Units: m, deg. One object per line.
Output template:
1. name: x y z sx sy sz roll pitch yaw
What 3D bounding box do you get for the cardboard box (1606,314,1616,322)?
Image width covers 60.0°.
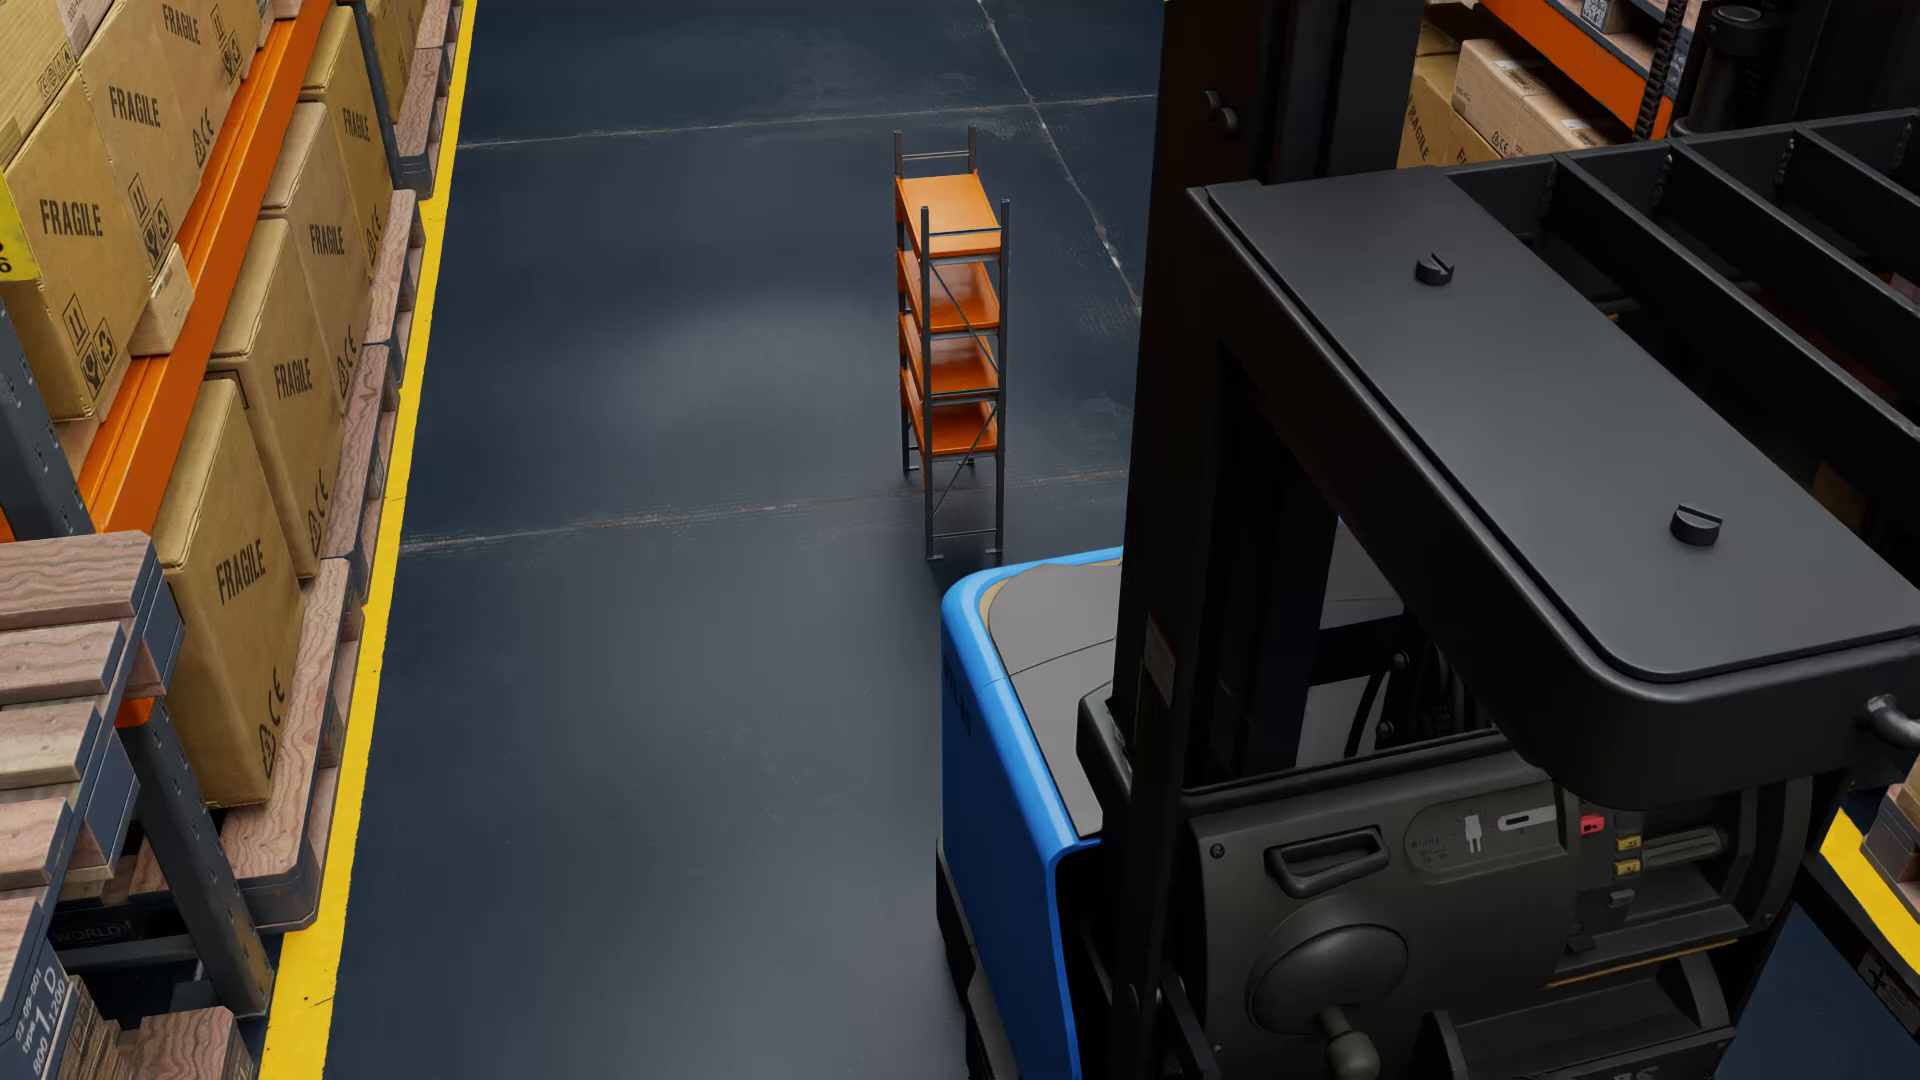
1. cardboard box: 2.292 -0.640 5.308 0.500 0.500 0.500 -8 38 -10

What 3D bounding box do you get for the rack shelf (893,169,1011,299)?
1. rack shelf: -0.029 -0.884 4.769 0.258 0.148 0.480 -6 38 -8

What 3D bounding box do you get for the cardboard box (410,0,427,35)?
1. cardboard box: -3.003 -2.738 8.024 0.700 0.500 0.500 -5 38 -7

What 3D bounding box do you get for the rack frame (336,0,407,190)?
1. rack frame: -2.800 -2.482 6.000 1.000 3.000 0.127 -6 38 -8

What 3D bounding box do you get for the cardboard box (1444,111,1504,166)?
1. cardboard box: 2.106 -1.262 6.109 0.500 0.500 0.500 -6 38 -7

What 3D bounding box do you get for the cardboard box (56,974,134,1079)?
1. cardboard box: -1.921 1.176 2.970 0.700 0.500 0.500 -6 38 -7

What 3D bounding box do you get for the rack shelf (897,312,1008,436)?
1. rack shelf: -0.029 -0.521 5.052 0.258 0.148 0.480 -6 38 -8

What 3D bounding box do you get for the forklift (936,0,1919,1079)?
1. forklift: 0.824 0.557 2.144 1.130 2.935 3.031 -9 39 -12

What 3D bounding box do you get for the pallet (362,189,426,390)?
1. pallet: -2.591 -0.923 6.266 1.003 0.211 1.213 -6 38 -8

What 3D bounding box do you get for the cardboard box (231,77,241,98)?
1. cardboard box: -2.247 -1.284 4.646 0.380 0.149 0.250 -5 38 -7

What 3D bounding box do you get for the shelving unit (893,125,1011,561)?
1. shelving unit: -0.029 -0.574 5.011 0.258 1.200 0.503 -6 38 -8

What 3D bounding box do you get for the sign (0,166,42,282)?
1. sign: -1.566 -0.556 2.642 0.100 0.325 0.005 -6 38 -8

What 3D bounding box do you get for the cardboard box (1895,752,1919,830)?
1. cardboard box: 2.580 0.666 3.846 0.500 0.250 0.500 -6 38 -8

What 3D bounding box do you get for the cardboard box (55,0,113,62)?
1. cardboard box: -2.020 -1.154 3.339 0.500 0.250 0.500 -7 38 -9

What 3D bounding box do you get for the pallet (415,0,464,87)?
1. pallet: -3.074 -2.587 8.408 1.003 0.211 1.213 -6 38 -8

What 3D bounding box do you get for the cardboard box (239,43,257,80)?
1. cardboard box: -2.283 -1.445 4.854 0.380 0.149 0.250 -7 38 -9

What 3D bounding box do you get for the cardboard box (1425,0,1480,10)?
1. cardboard box: 2.216 -2.406 7.735 0.500 0.311 0.500 -6 38 -8

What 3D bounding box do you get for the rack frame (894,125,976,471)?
1. rack frame: -0.072 -0.721 5.200 0.240 1.200 0.015 -6 38 -8

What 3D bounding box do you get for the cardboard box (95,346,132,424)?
1. cardboard box: -1.964 -0.352 3.447 0.380 0.149 0.250 -6 38 -7

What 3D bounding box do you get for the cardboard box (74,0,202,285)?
1. cardboard box: -2.015 -0.870 3.584 0.500 0.500 0.500 -5 38 -6

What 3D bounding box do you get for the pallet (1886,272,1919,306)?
1. pallet: 2.590 -0.928 4.155 1.213 0.211 1.003 -6 38 -8

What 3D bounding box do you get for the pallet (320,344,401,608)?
1. pallet: -2.373 -0.185 5.316 1.003 0.211 1.213 -6 38 -8

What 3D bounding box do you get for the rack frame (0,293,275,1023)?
1. rack frame: -2.099 -0.066 2.891 1.000 3.000 0.127 -6 38 -8

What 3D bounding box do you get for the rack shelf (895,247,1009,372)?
1. rack shelf: -0.029 -0.697 4.915 0.258 0.148 0.480 -6 38 -8

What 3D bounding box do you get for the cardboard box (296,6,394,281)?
1. cardboard box: -2.558 -1.421 6.044 0.750 0.750 0.750 -6 38 -7

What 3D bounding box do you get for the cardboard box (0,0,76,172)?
1. cardboard box: -1.930 -0.847 2.944 0.500 0.250 0.500 -5 38 -7

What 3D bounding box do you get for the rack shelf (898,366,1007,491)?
1. rack shelf: -0.029 -0.364 5.174 0.258 0.148 0.480 -6 38 -8

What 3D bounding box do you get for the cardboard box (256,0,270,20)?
1. cardboard box: -2.292 -1.784 4.761 0.500 0.500 0.500 -6 38 -8

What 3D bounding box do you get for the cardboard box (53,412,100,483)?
1. cardboard box: -1.928 -0.199 3.250 0.380 0.149 0.250 -7 38 -9

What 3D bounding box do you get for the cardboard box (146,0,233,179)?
1. cardboard box: -2.101 -1.169 3.970 0.500 0.500 0.500 -6 38 -8

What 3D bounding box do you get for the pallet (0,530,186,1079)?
1. pallet: -1.869 0.428 2.410 1.213 0.211 1.003 -6 38 -8

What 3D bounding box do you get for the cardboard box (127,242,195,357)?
1. cardboard box: -1.927 -0.522 3.665 0.380 0.149 0.250 -5 38 -7

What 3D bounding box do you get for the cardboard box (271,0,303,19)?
1. cardboard box: -2.289 -1.753 5.250 0.380 0.149 0.250 -6 38 -8

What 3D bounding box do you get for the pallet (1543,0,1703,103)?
1. pallet: 2.432 -1.700 5.149 1.003 0.211 1.213 -6 38 -8

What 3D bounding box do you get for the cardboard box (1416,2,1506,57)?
1. cardboard box: 1.921 -1.886 6.911 0.500 0.500 0.500 -8 39 -10

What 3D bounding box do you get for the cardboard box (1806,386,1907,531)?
1. cardboard box: 2.382 -0.328 4.906 0.500 0.500 0.500 -5 38 -6

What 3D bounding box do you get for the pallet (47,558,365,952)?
1. pallet: -2.163 0.550 4.369 1.003 0.211 1.213 -6 38 -8

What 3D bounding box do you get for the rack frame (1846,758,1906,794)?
1. rack frame: 2.778 -0.602 3.579 1.000 3.000 0.127 -6 38 -8

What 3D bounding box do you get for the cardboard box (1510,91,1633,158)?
1. cardboard box: 2.185 -1.275 5.514 0.500 0.250 0.500 -7 38 -9

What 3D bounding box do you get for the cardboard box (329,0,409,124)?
1. cardboard box: -2.830 -2.124 7.234 0.700 0.500 0.500 -6 38 -7

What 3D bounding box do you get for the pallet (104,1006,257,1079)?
1. pallet: -1.963 1.507 3.138 1.003 0.211 1.213 -6 38 -8

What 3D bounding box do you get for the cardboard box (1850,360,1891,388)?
1. cardboard box: 2.368 -0.657 4.719 0.500 0.250 0.500 -5 38 -6

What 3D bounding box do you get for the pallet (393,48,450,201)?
1. pallet: -2.856 -1.849 7.458 1.003 0.211 1.213 -6 38 -8

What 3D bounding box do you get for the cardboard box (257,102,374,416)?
1. cardboard box: -2.399 -0.884 5.353 0.750 0.750 0.750 -5 38 -7

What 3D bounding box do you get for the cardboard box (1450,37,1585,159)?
1. cardboard box: 2.096 -1.578 5.904 0.500 0.250 0.500 -6 38 -8

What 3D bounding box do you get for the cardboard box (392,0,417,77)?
1. cardboard box: -2.915 -2.428 7.625 0.700 0.500 0.500 -7 38 -8

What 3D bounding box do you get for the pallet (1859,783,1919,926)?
1. pallet: 2.883 1.001 3.789 1.003 0.211 1.213 -6 38 -8

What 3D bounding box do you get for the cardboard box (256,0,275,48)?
1. cardboard box: -2.312 -1.598 5.051 0.380 0.149 0.250 -6 38 -8

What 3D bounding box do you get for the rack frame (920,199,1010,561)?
1. rack frame: 0.014 -0.426 4.821 0.240 1.200 0.015 -6 38 -8

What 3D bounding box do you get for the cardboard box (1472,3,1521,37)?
1. cardboard box: 2.445 -1.937 6.977 0.500 0.500 0.500 -6 38 -8

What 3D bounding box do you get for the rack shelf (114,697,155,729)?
1. rack shelf: -1.748 1.426 1.556 1.077 0.370 4.000 -6 38 -8

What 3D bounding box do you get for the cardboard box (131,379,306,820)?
1. cardboard box: -2.099 0.158 4.011 0.750 0.750 0.750 -7 38 -9

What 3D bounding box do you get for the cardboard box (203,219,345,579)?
1. cardboard box: -2.246 -0.371 4.693 0.750 0.750 0.750 -6 38 -8

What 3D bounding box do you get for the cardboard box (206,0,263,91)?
1. cardboard box: -2.200 -1.483 4.374 0.500 0.500 0.500 -5 38 -7

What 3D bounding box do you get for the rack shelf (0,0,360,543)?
1. rack shelf: -2.449 -0.990 4.666 1.077 0.370 4.000 -6 38 -8

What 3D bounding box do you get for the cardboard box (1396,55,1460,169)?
1. cardboard box: 2.026 -1.565 6.498 0.500 0.500 0.500 -6 38 -7

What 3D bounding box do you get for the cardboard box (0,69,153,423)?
1. cardboard box: -1.932 -0.552 3.176 0.500 0.500 0.500 -5 38 -7
